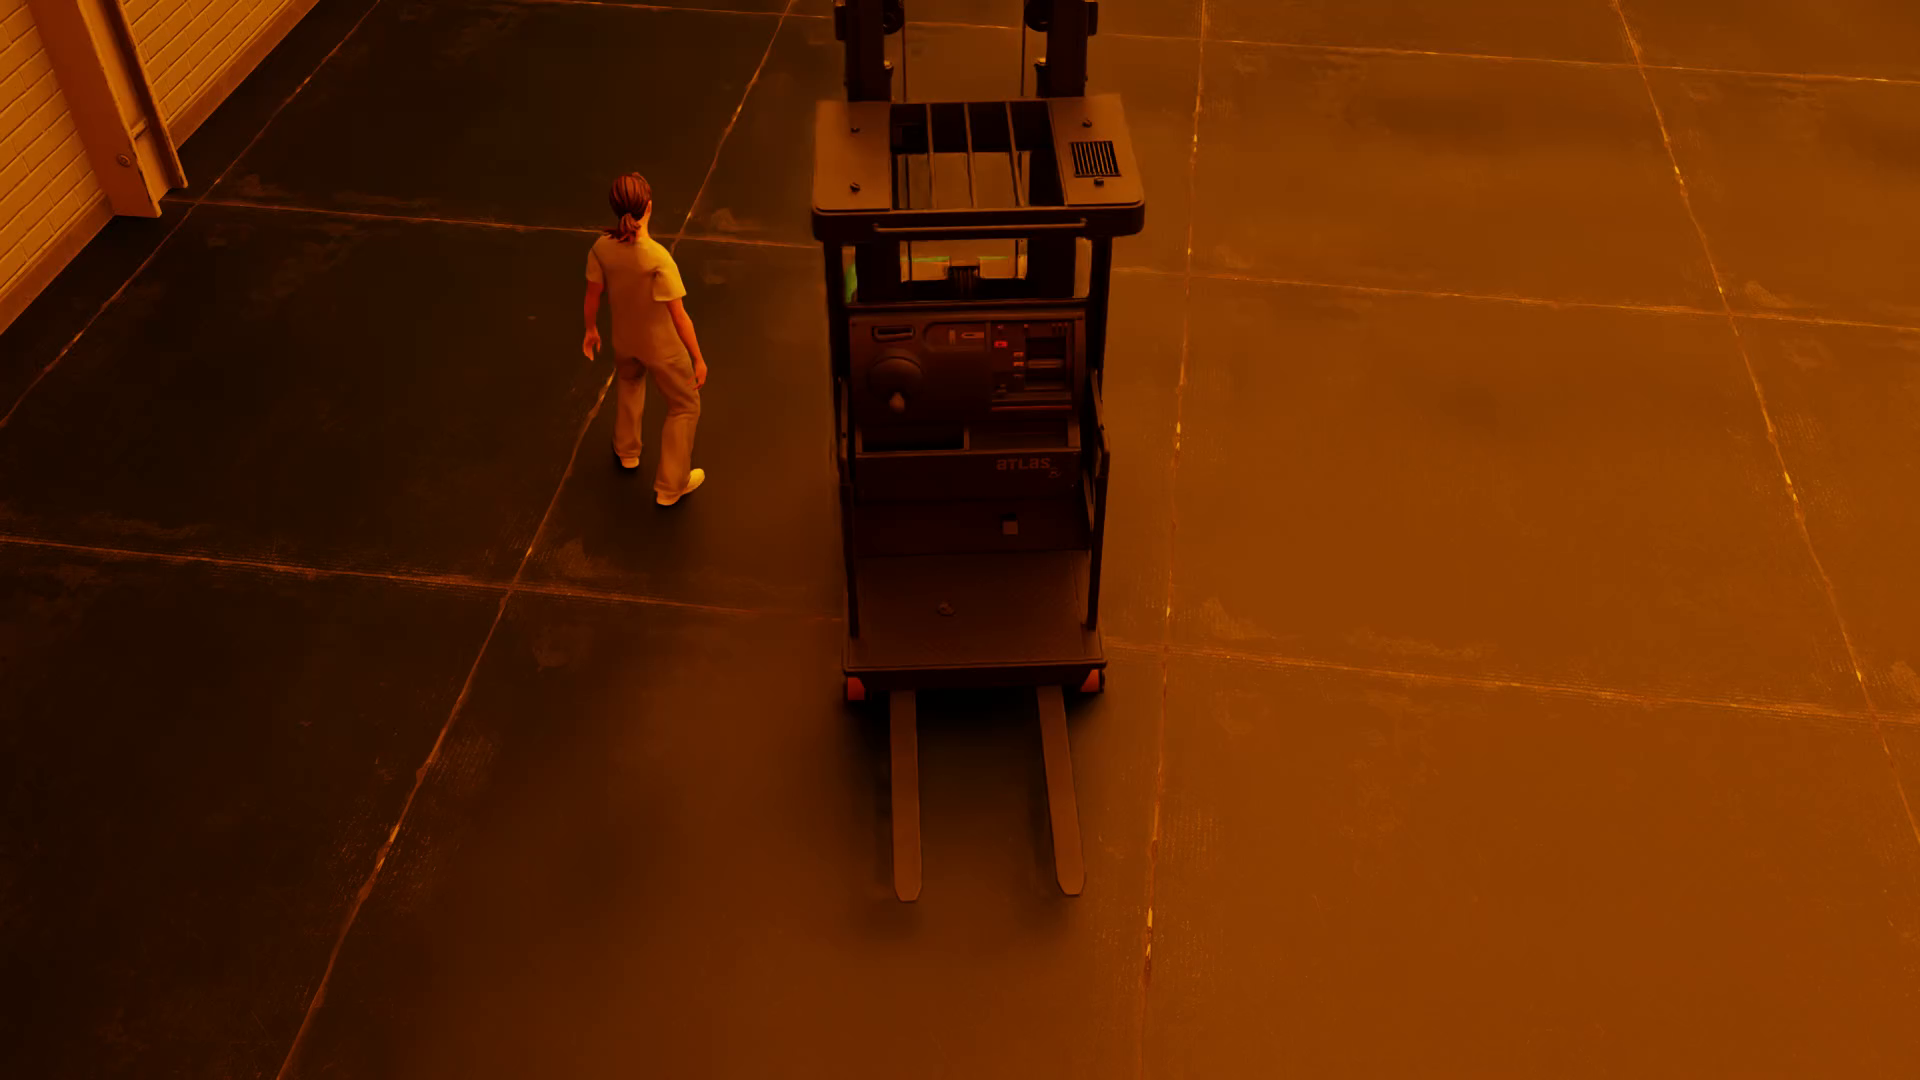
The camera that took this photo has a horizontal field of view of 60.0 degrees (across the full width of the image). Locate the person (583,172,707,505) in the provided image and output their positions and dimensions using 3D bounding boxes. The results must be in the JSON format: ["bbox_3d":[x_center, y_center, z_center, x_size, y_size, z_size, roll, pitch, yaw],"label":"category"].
[{"bbox_3d":[-1.472,-0.912,7.685,0.779,1.645,0.390,20,46,20],"label":"person"}]

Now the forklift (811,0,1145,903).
[{"bbox_3d":[0.042,-0.619,6.398,1.130,2.935,3.031,-2,43,-2],"label":"forklift"}]
